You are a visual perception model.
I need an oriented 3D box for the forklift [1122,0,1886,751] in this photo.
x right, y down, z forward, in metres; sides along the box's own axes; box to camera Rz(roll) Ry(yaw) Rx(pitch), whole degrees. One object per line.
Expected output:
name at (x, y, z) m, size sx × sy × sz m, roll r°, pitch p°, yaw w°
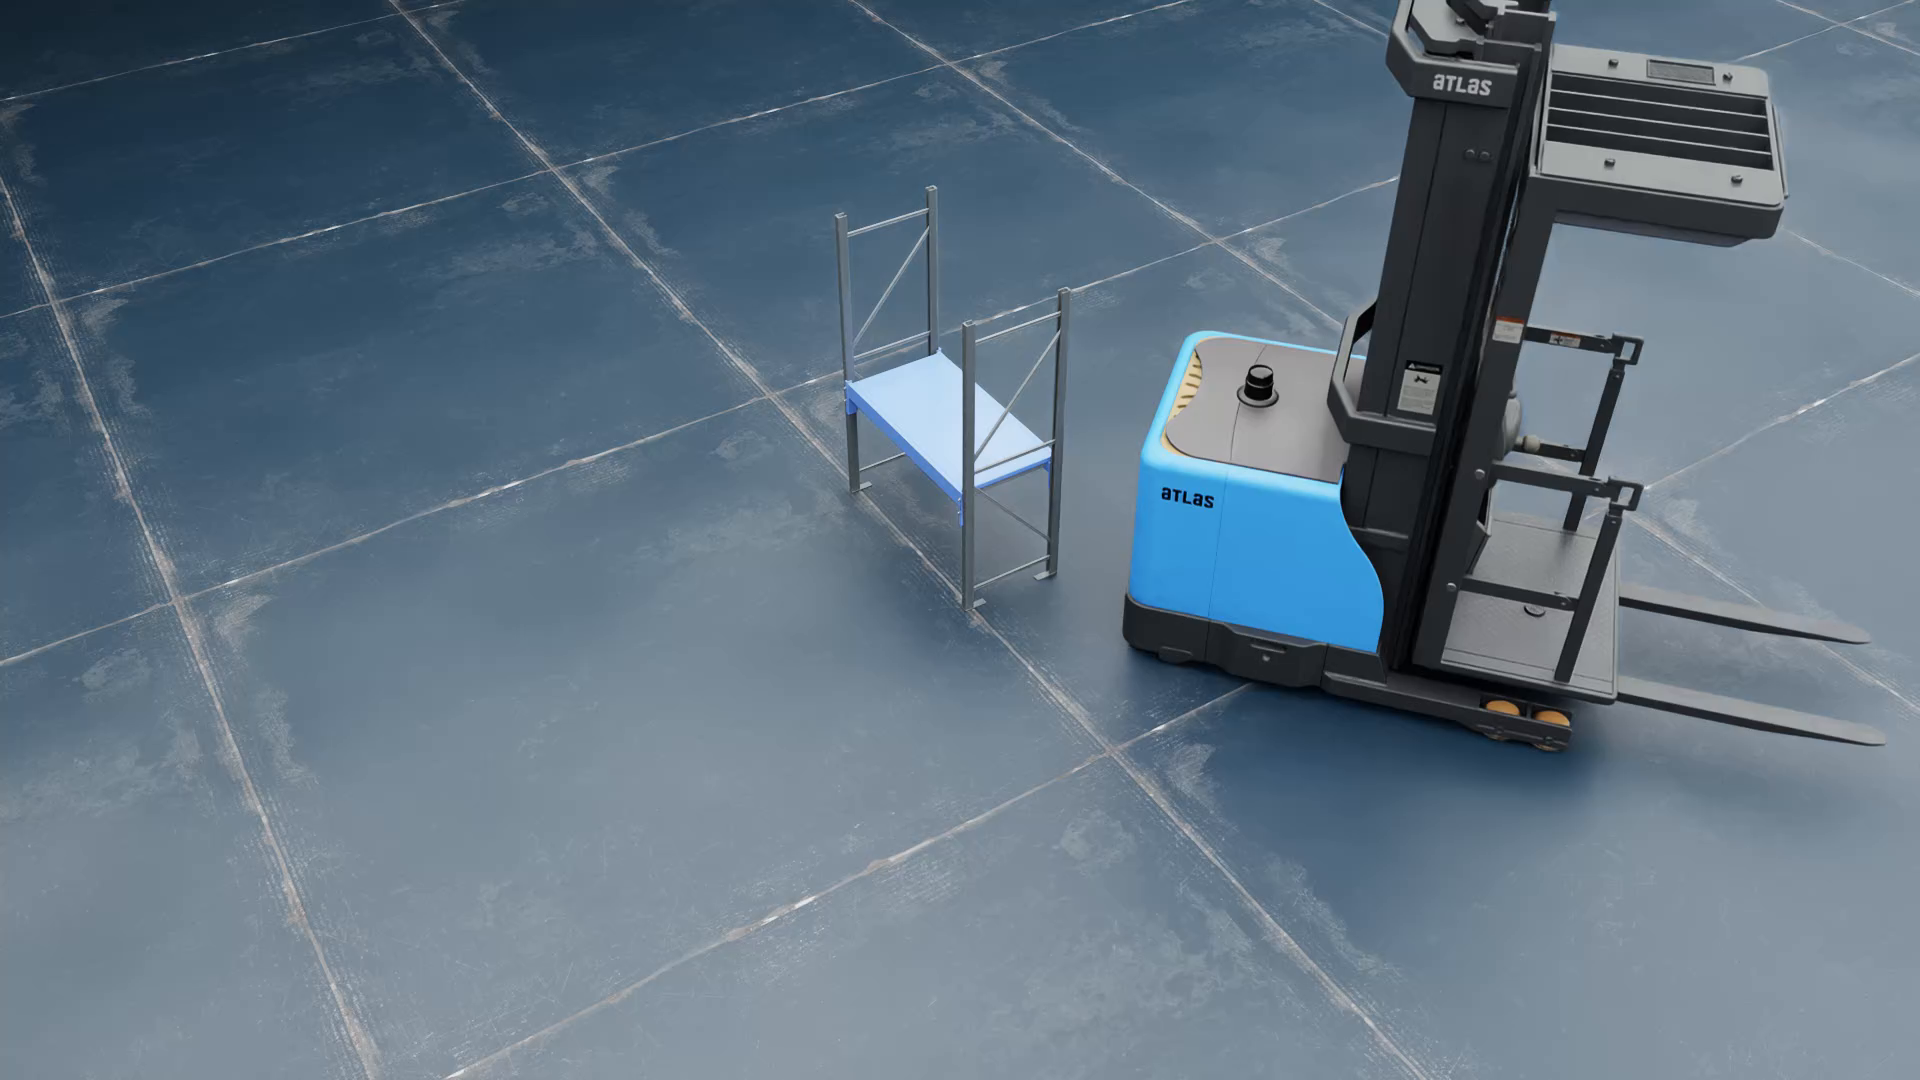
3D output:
forklift at (2.279, -0.651, 6.302) m, size 3.031 × 2.935 × 1.130 m, roll 11°, pitch 41°, yaw 13°

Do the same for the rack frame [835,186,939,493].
rack frame at (-0.319, -0.897, 7.715) m, size 0.500 × 1.500 × 0.032 m, roll -22°, pitch 45°, yaw -24°

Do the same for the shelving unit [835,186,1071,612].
shelving unit at (-0.046, -0.622, 7.386) m, size 0.538 × 1.500 × 1.048 m, roll -22°, pitch 45°, yaw -24°

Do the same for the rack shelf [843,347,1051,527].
rack shelf at (-0.046, -0.484, 7.501) m, size 0.538 × 0.185 × 1.000 m, roll -22°, pitch 45°, yaw -24°

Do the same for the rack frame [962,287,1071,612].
rack frame at (0.227, -0.348, 7.056) m, size 0.500 × 1.500 × 0.032 m, roll -22°, pitch 45°, yaw -24°
